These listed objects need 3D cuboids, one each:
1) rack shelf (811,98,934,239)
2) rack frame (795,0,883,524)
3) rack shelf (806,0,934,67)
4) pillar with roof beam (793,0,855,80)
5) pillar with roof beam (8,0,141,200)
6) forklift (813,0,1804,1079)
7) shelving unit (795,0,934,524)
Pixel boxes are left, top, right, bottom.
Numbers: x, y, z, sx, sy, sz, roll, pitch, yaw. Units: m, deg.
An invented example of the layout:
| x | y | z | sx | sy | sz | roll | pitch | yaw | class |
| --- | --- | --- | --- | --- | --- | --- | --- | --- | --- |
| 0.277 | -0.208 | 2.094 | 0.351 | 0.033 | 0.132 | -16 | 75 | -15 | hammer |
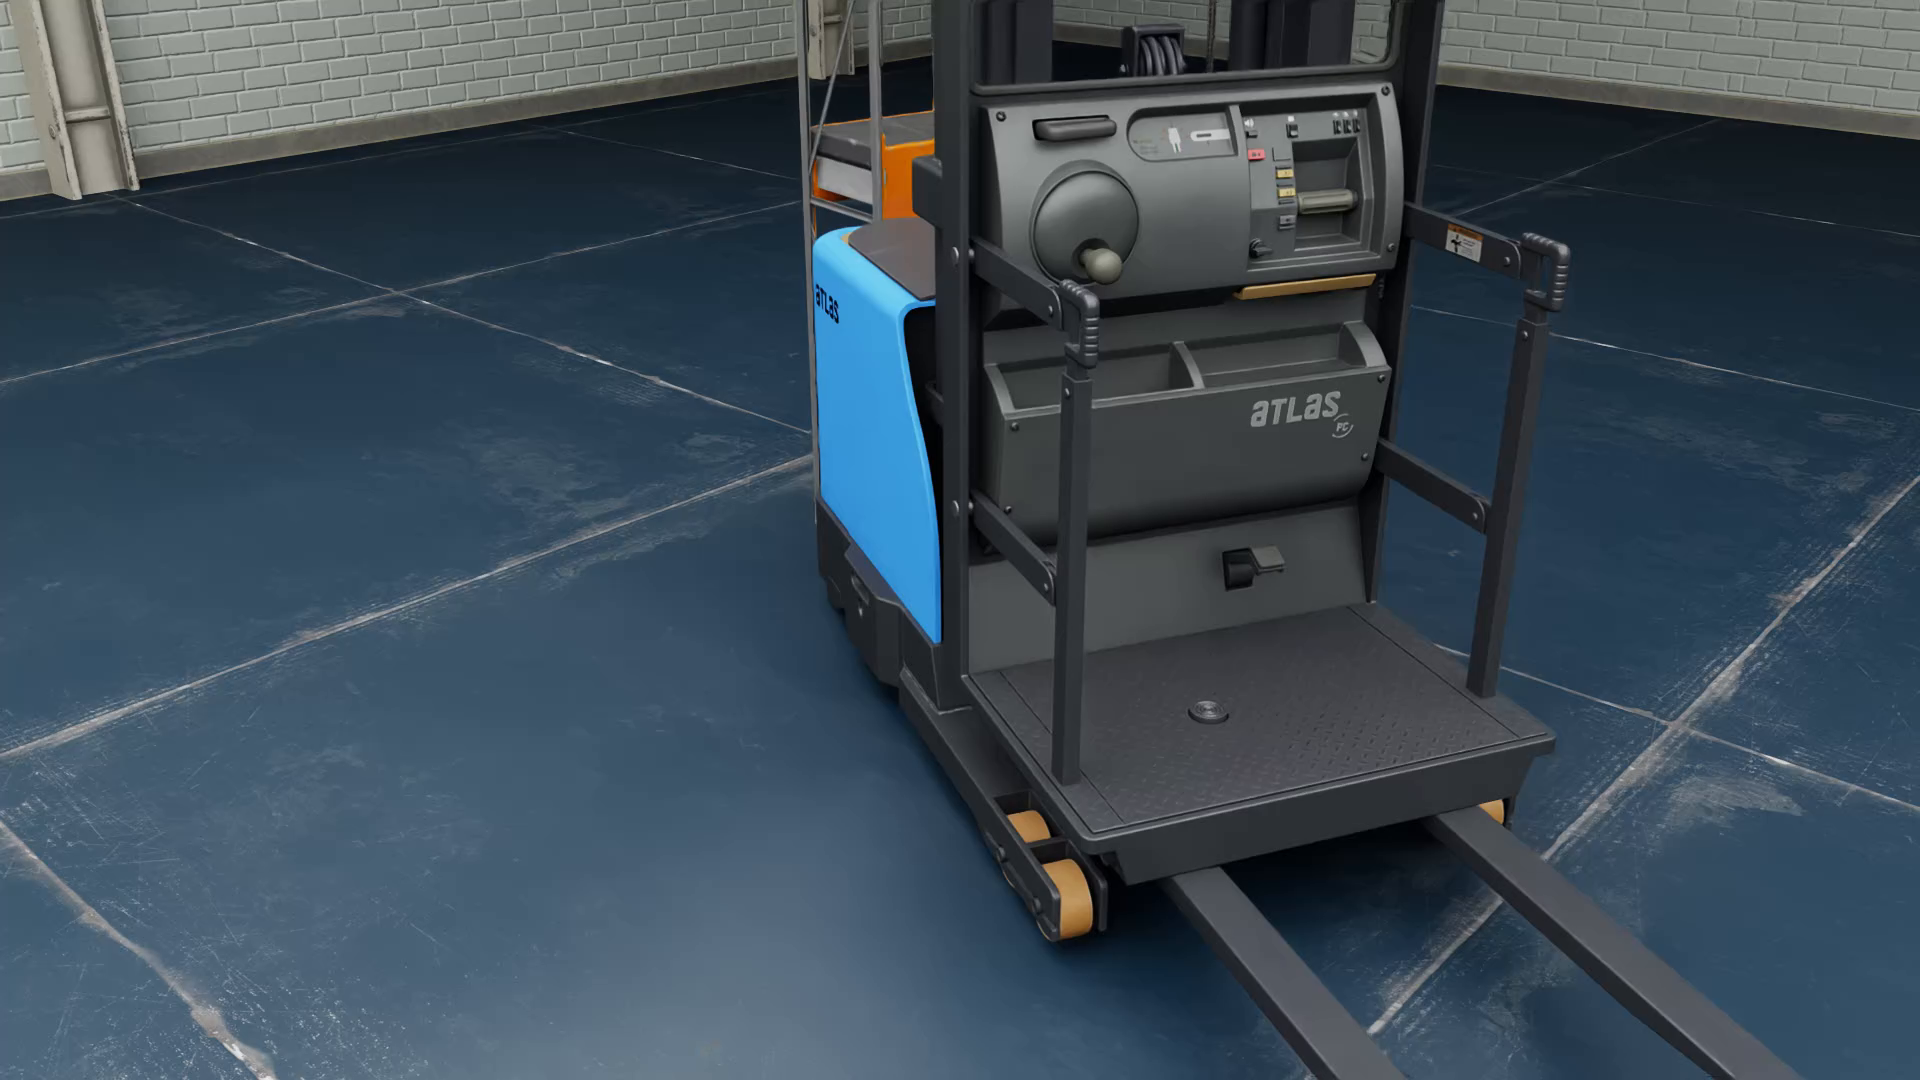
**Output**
| x | y | z | sx | sy | sz | roll | pitch | yaw | class |
| --- | --- | --- | --- | --- | --- | --- | --- | --- | --- |
| -0.145 | -0.997 | 4.940 | 0.480 | 0.518 | 0.431 | -17 | 29 | -34 | rack shelf |
| -0.340 | -0.949 | 4.800 | 0.015 | 2.100 | 0.400 | -17 | 29 | -34 | rack frame |
| -0.145 | -1.636 | 4.654 | 0.480 | 0.518 | 0.431 | -17 | 29 | -34 | rack shelf |
| 2.079 | -6.834 | 9.492 | 9.100 | 9.000 | 0.400 | 20 | 31 | 38 | pillar with roof beam |
| -1.925 | -5.006 | 5.415 | 9.100 | 9.000 | 0.400 | 20 | 31 | 38 | pillar with roof beam |
| 0.578 | -0.706 | 3.243 | 1.130 | 2.935 | 3.031 | -9 | 26 | -19 | forklift |
| -0.145 | -1.009 | 4.935 | 0.503 | 2.100 | 0.431 | -17 | 29 | -34 | shelving unit |
